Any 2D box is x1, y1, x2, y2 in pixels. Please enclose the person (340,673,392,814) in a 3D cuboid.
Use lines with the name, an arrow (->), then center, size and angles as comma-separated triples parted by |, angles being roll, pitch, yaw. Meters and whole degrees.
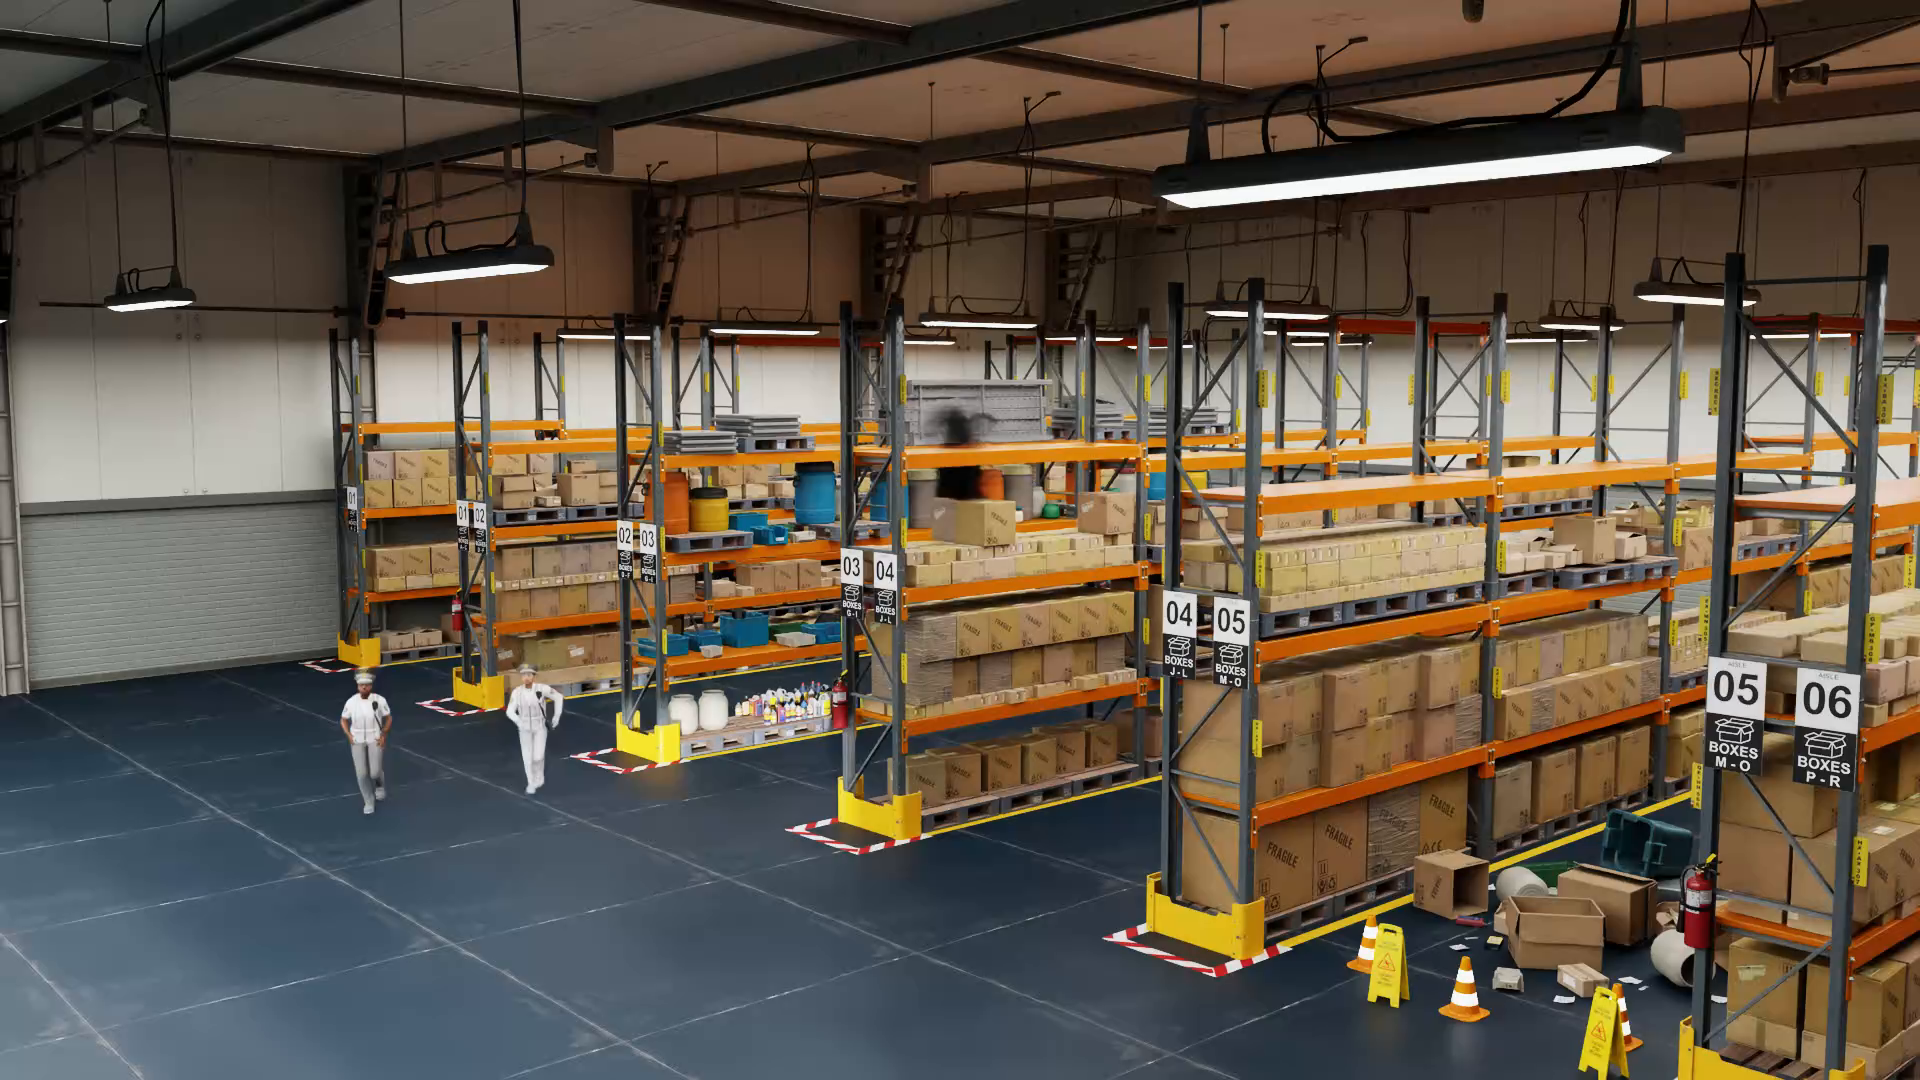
person -> -7.066, 2.391, 19.799 | 0.584, 1.672, 0.557 | -1, 6, -13

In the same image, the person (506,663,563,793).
person -> -5.230, 2.322, 20.407 | 0.640, 1.653, 0.707 | 0, 6, -3
